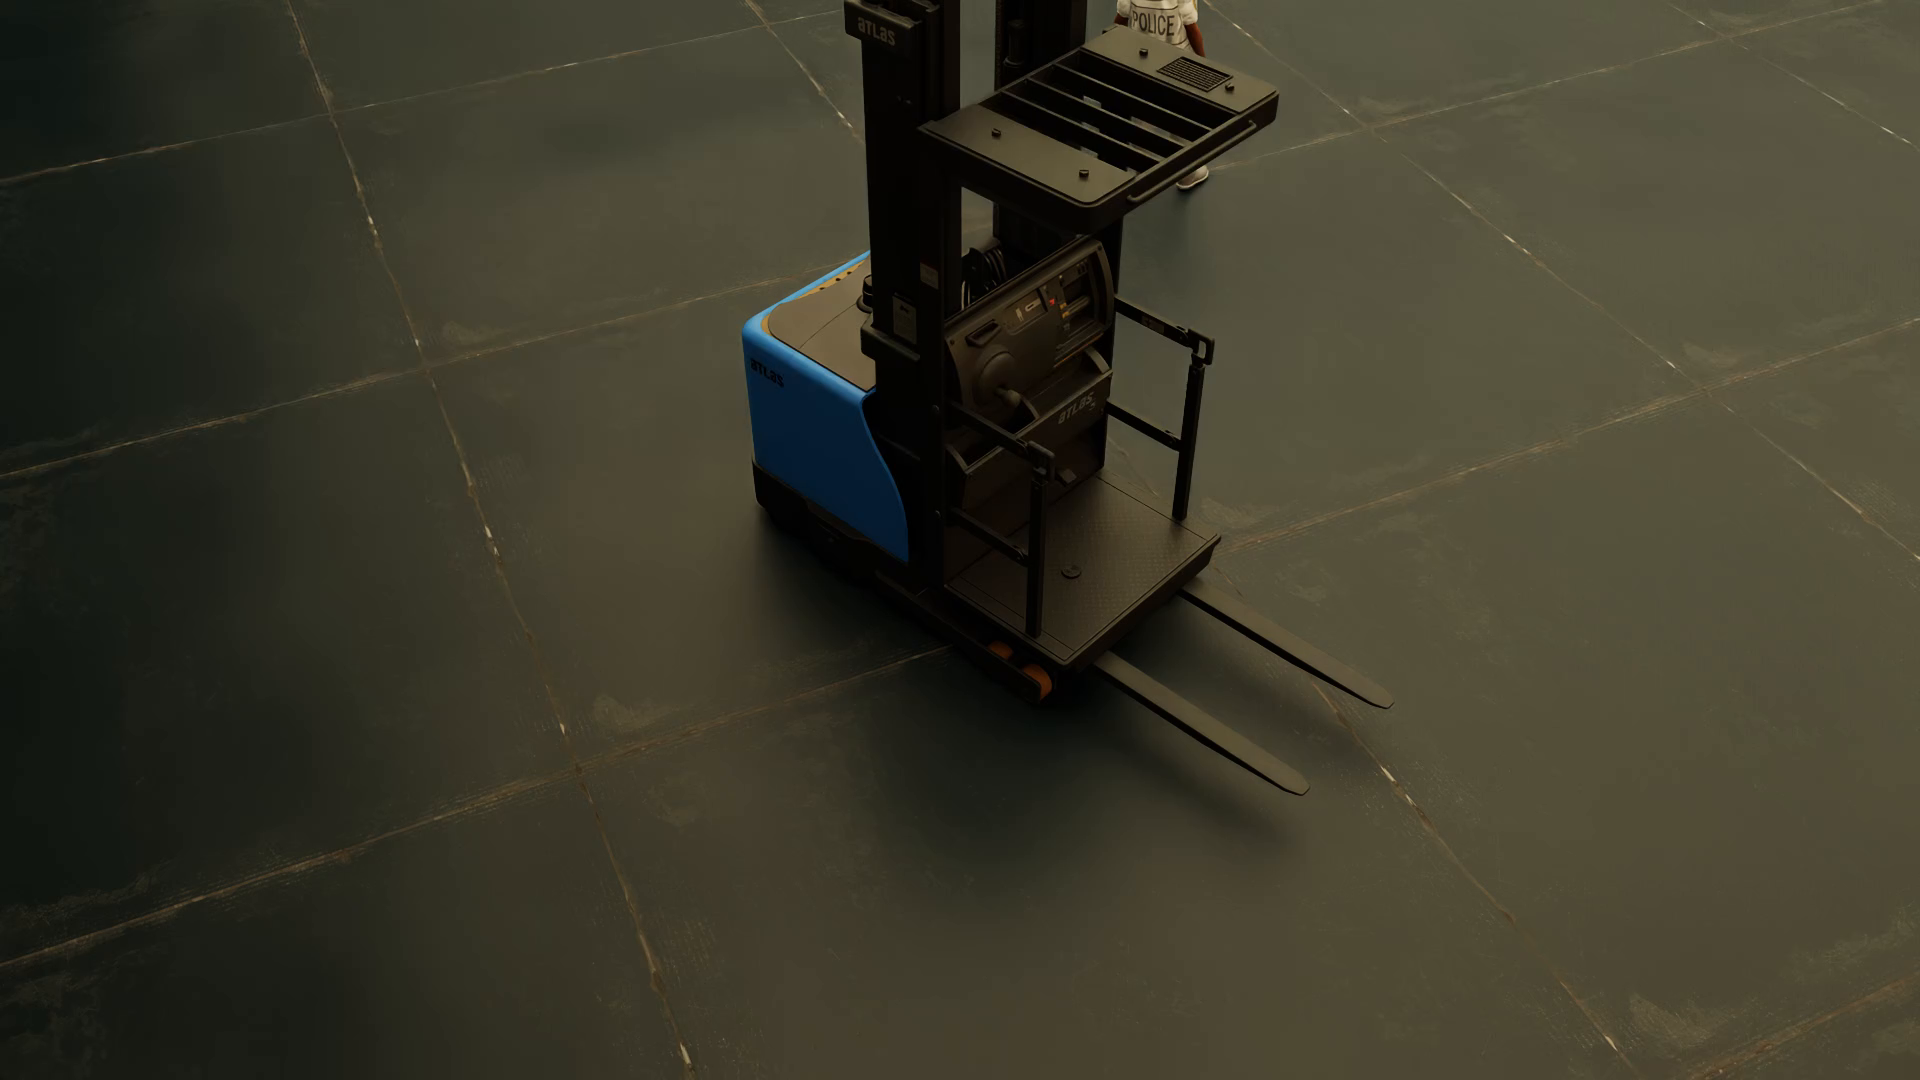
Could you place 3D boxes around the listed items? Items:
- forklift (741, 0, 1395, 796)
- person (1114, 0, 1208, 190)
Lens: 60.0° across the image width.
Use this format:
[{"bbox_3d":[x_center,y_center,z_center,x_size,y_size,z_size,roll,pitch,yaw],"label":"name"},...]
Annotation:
[{"bbox_3d":[0.445,-0.788,6.525,3.031,2.935,1.130,32,52,30],"label":"forklift"},{"bbox_3d":[1.180,-2.801,9.577,0.569,1.694,0.530,17,46,18],"label":"person"}]
